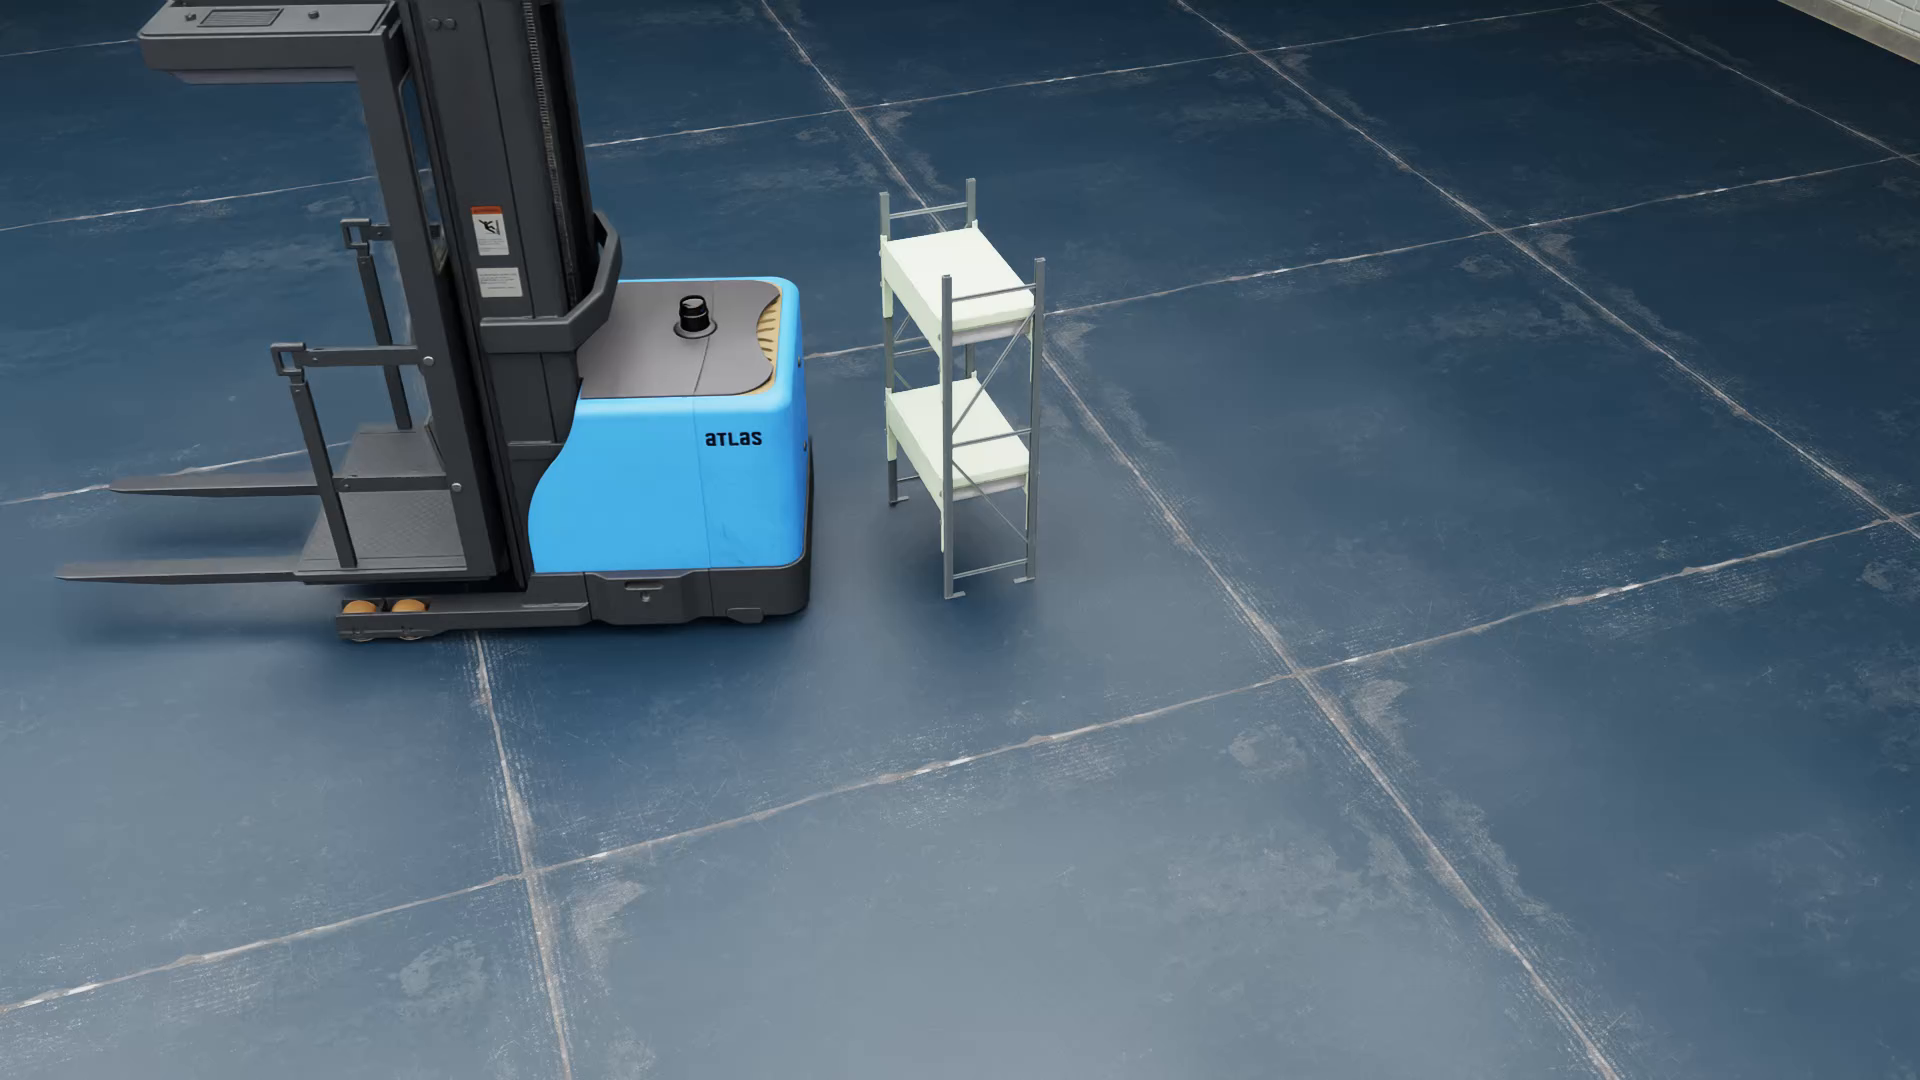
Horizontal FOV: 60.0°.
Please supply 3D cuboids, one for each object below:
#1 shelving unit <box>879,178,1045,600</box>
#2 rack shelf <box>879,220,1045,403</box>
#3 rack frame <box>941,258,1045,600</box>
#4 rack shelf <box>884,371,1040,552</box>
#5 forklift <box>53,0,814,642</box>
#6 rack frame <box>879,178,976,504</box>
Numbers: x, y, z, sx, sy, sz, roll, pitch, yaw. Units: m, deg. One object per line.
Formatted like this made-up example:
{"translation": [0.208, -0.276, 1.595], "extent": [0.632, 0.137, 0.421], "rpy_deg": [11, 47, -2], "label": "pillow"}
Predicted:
{"translation": [-0.002, -0.603, 6.804], "extent": [0.431, 1.500, 0.755], "rpy_deg": [-12, 39, -16], "label": "shelving unit"}
{"translation": [-0.002, -0.915, 6.569], "extent": [0.431, 0.370, 0.720], "rpy_deg": [-12, 39, -16], "label": "rack shelf"}
{"translation": [0.124, -0.396, 6.529], "extent": [0.400, 1.500, 0.023], "rpy_deg": [-12, 39, -16], "label": "rack frame"}
{"translation": [-0.002, -0.342, 7.000], "extent": [0.431, 0.370, 0.720], "rpy_deg": [-12, 39, -16], "label": "rack shelf"}
{"translation": [-2.151, -1.088, 6.258], "extent": [3.031, 2.935, 1.130], "rpy_deg": [-2, 37, -2], "label": "forklift"}
{"translation": [-0.128, -0.810, 7.078], "extent": [0.400, 1.500, 0.023], "rpy_deg": [-12, 39, -16], "label": "rack frame"}
